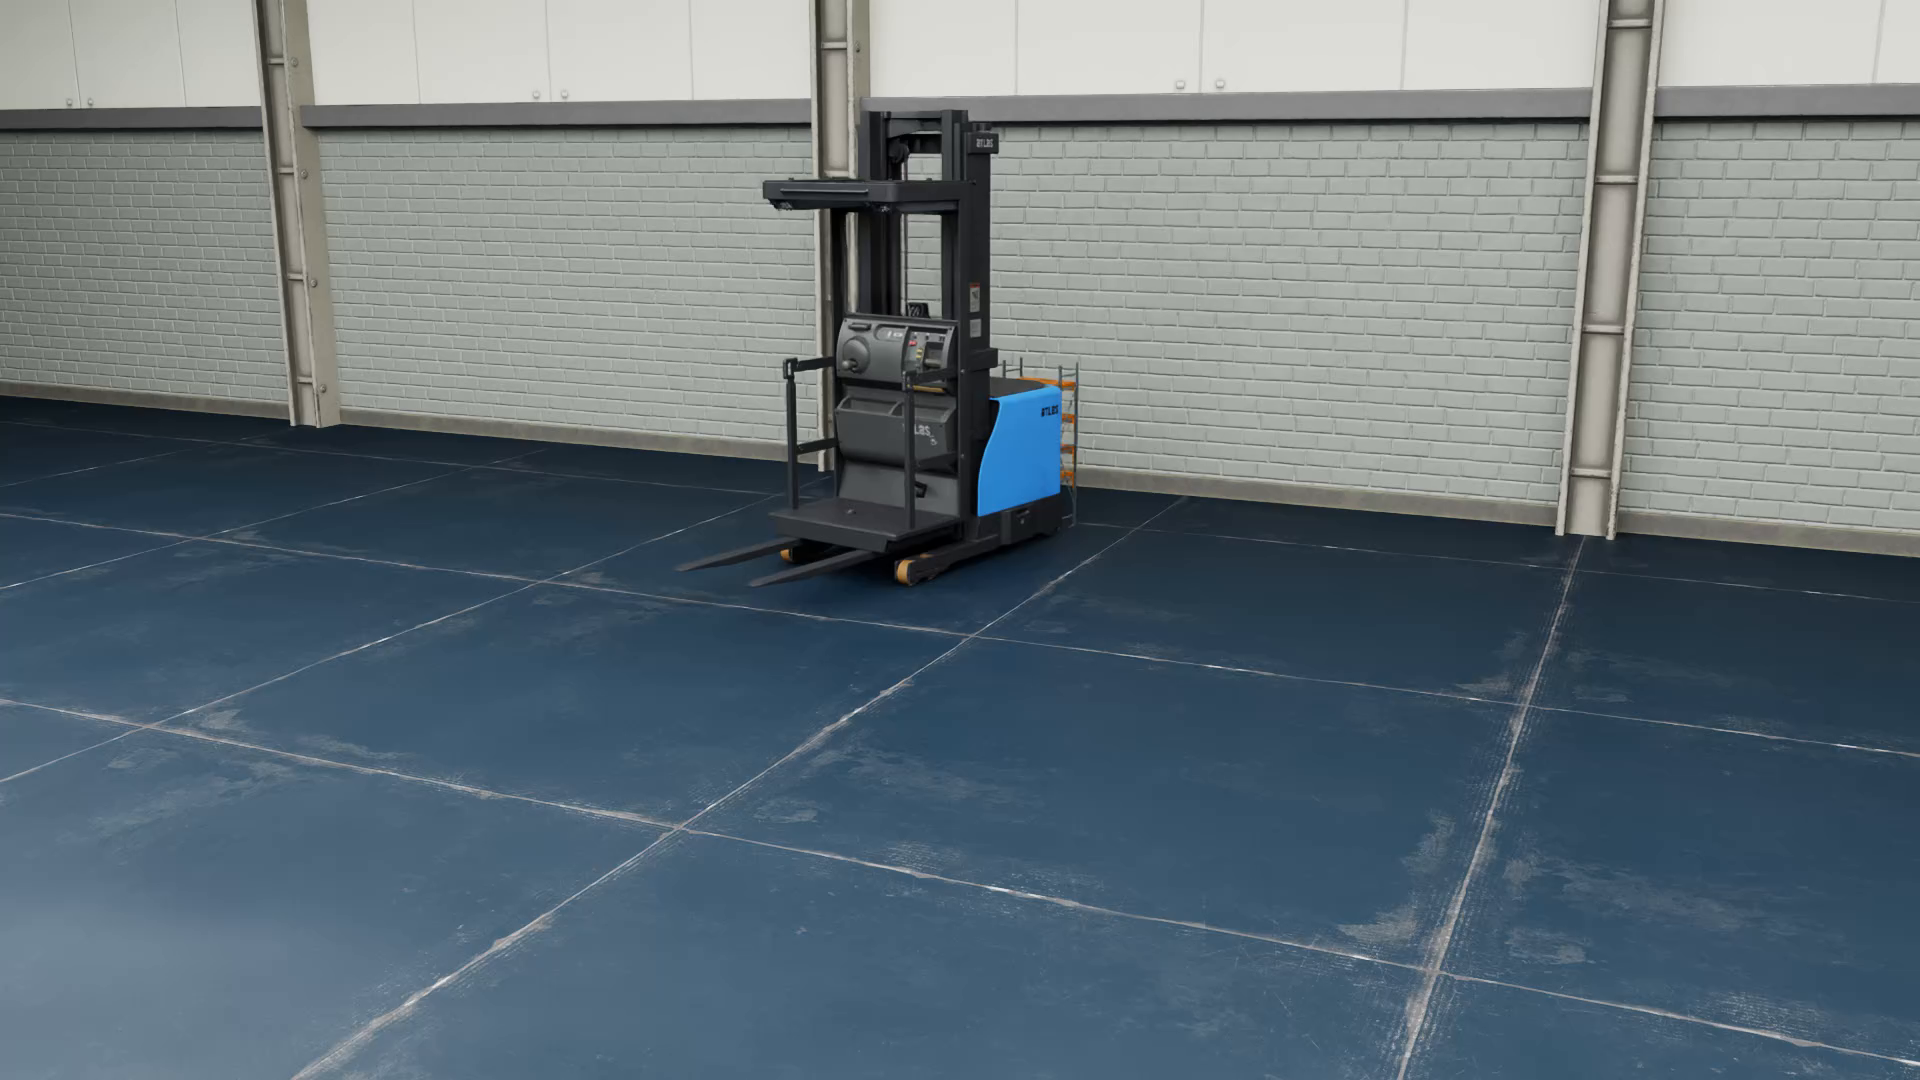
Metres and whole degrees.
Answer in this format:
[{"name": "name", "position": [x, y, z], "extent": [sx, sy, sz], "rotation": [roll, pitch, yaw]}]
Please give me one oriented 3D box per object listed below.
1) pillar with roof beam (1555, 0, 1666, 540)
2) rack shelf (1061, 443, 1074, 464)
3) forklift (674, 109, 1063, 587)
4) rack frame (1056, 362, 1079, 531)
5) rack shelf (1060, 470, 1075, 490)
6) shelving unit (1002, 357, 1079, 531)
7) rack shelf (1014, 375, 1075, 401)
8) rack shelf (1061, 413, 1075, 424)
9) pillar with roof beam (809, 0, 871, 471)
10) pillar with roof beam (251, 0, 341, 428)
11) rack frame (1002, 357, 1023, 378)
[{"name": "pillar with roof beam", "position": [2.765, -3.533, 7.115], "extent": [0.400, 9.000, 9.100], "rotation": [6, 14, 23]}, {"name": "rack shelf", "position": [0.578, -0.640, 12.145], "extent": [0.480, 0.148, 0.258], "rotation": [10, 16, 36]}, {"name": "forklift", "position": [-0.553, -1.265, 10.732], "extent": [1.130, 2.935, 3.031], "rotation": [10, 16, 36]}, {"name": "rack frame", "position": [0.774, -0.672, 11.988], "extent": [0.015, 1.200, 0.240], "rotation": [10, 16, 36]}, {"name": "rack shelf", "position": [0.578, -0.446, 12.189], "extent": [0.480, 0.148, 0.258], "rotation": [10, 16, 36]}, {"name": "shelving unit", "position": [0.579, -0.705, 12.129], "extent": [0.503, 1.200, 0.258], "rotation": [10, 16, 36]}, {"name": "rack shelf", "position": [0.580, -1.088, 12.042], "extent": [0.480, 0.148, 0.258], "rotation": [10, 16, 36]}, {"name": "rack shelf", "position": [0.579, -0.858, 12.094], "extent": [0.480, 0.148, 0.258], "rotation": [10, 16, 36]}, {"name": "pillar with roof beam", "position": [-2.721, -4.089, 9.481], "extent": [0.400, 9.000, 9.100], "rotation": [6, 14, 23]}, {"name": "pillar with roof beam", "position": [-8.207, -4.644, 11.847], "extent": [0.400, 9.000, 9.100], "rotation": [6, 14, 23]}, {"name": "rack frame", "position": [0.383, -0.738, 12.271], "extent": [0.015, 1.200, 0.240], "rotation": [10, 16, 36]}]
